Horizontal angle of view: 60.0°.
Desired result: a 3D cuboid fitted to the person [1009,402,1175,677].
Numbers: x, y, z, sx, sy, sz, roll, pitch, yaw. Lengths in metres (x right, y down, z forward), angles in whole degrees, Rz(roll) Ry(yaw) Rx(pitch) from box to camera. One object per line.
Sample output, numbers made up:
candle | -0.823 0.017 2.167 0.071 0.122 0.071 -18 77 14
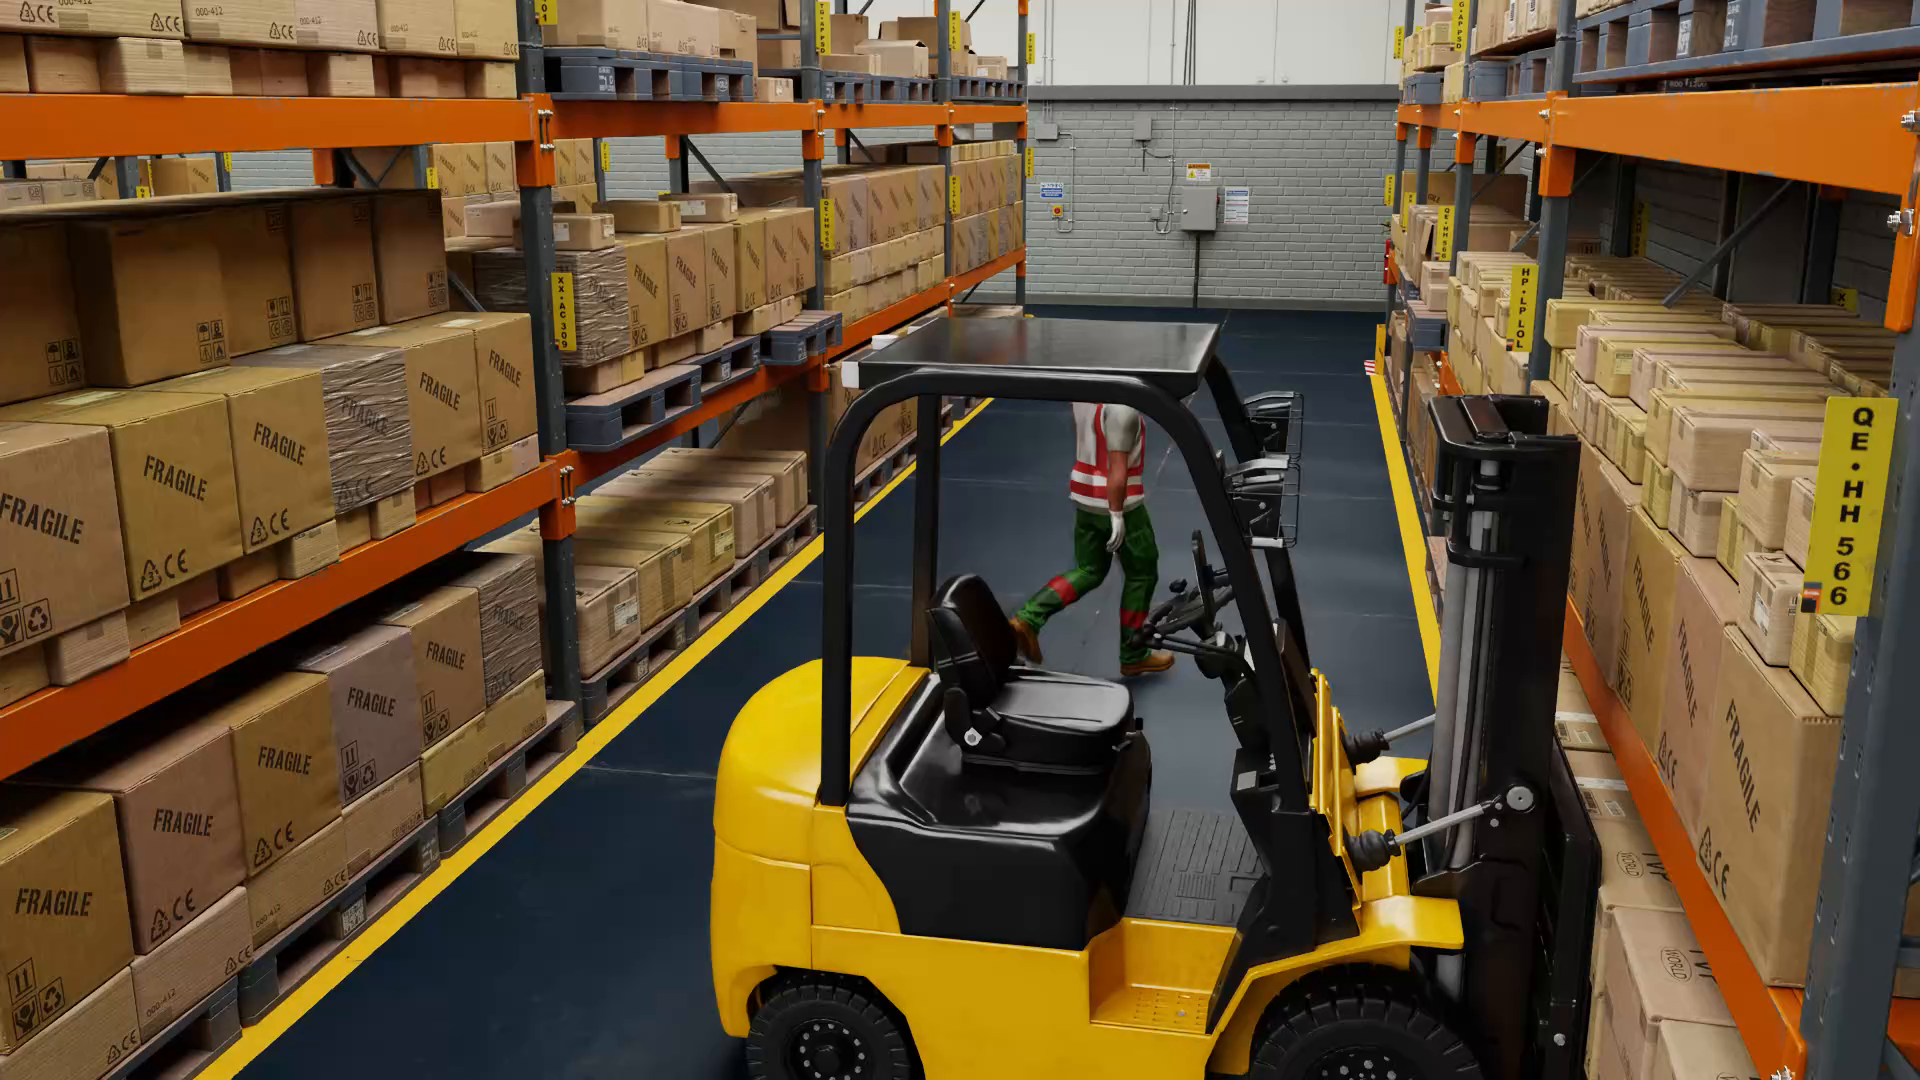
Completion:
person | 0.671 -0.175 8.108 0.855 1.764 0.539 -7 16 -26
